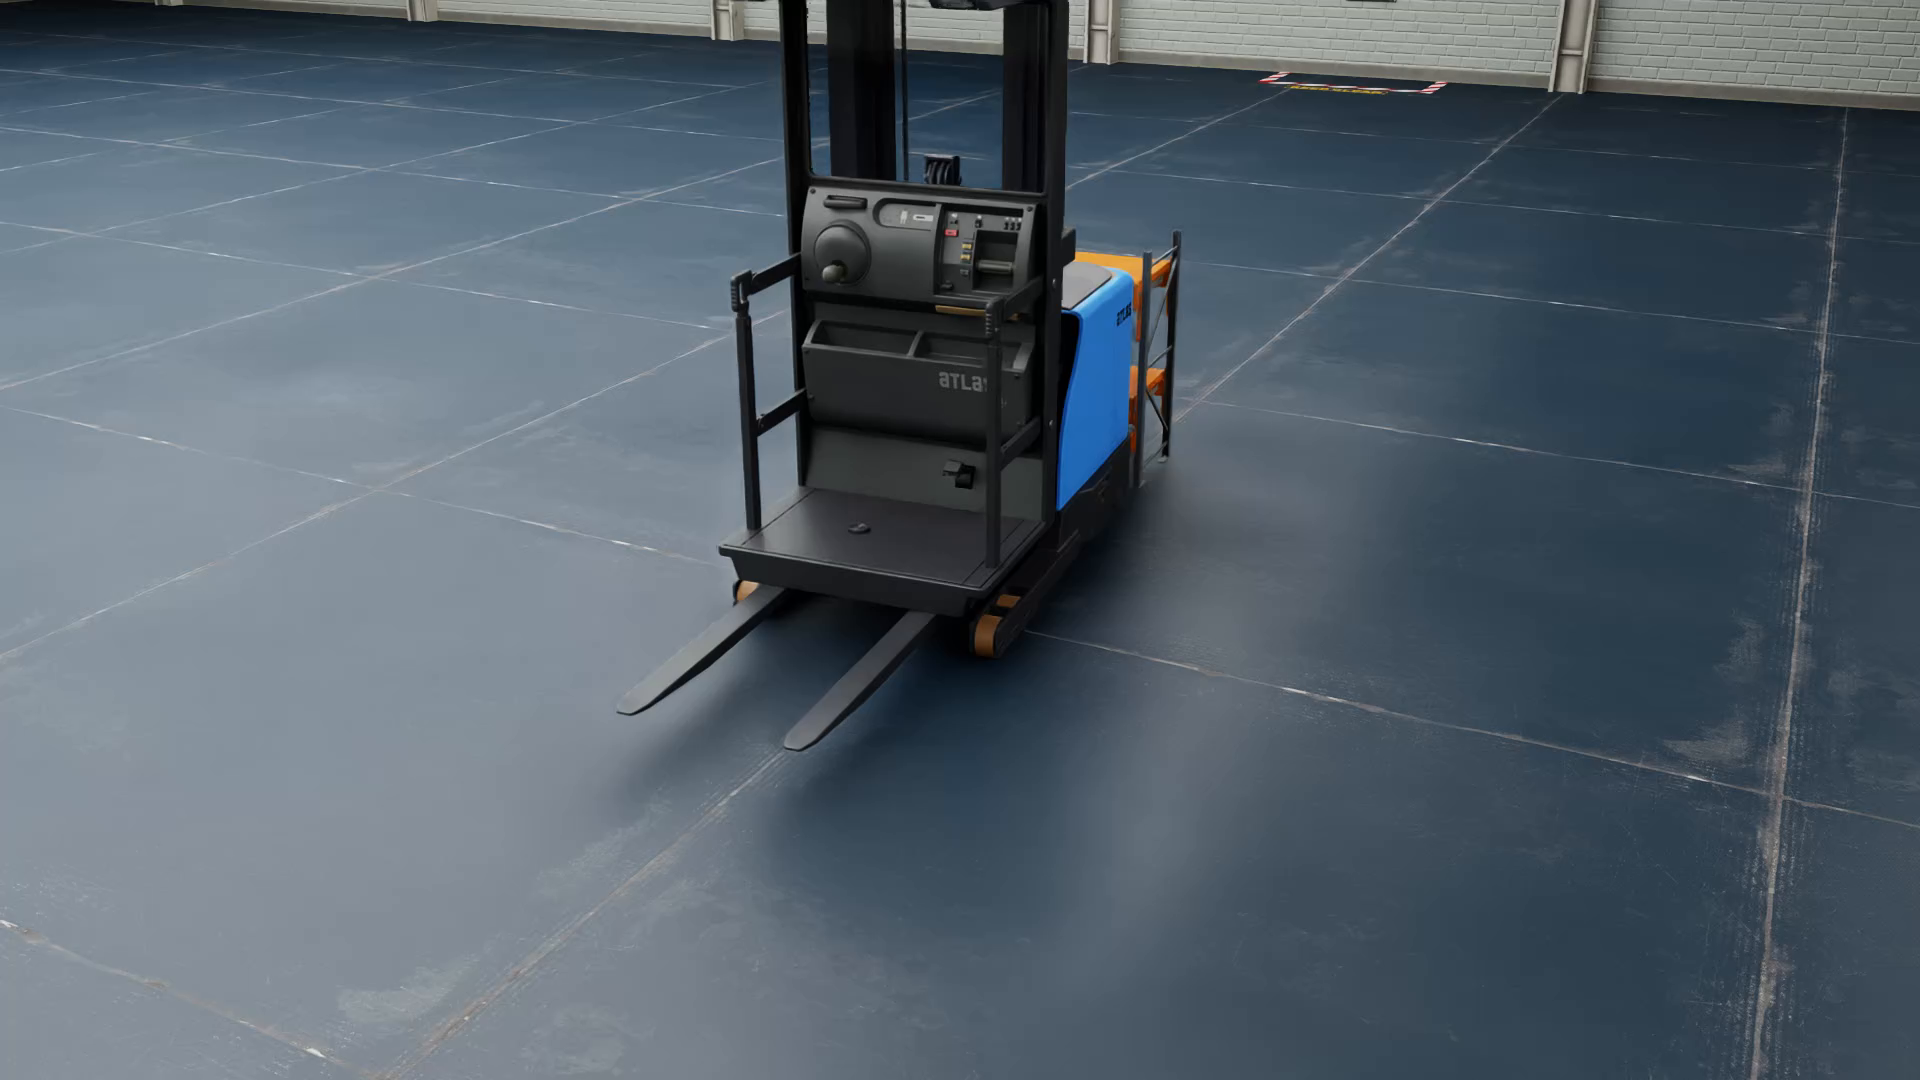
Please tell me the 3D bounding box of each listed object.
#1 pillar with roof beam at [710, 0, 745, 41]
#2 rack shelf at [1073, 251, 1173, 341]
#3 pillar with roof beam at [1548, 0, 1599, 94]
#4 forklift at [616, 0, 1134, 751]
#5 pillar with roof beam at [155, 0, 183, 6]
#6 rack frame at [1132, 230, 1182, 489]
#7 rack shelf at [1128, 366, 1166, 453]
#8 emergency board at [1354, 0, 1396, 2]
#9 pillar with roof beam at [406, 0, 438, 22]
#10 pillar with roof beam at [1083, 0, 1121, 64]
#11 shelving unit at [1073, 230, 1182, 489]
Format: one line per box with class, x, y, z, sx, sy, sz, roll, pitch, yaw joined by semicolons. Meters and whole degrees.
pillar with roof beam;-5.401;-10.118;19.542;0.400;9.000;9.100;11;25;25
rack shelf;0.460;-1.196;7.876;1.000;0.278;0.538;10;25;22
pillar with roof beam;5.308;-7.999;14.560;0.400;9.000;9.100;11;25;25
forklift;-0.241;-1.091;6.070;1.130;2.935;3.031;9;25;20
pillar with roof beam;-16.110;-12.236;24.525;0.400;9.000;9.100;11;25;25
rack frame;0.925;-0.847;7.802;0.032;1.125;0.500;10;25;22
rack shelf;0.459;-0.701;8.085;1.000;0.278;0.538;10;25;22
emergency board;5.063;-7.199;20.345;0.626;1.169;0.157;11;25;25
pillar with roof beam;-10.756;-11.177;22.033;0.400;9.000;9.100;11;25;25
pillar with roof beam;-0.047;-9.058;17.051;0.400;9.000;9.100;11;25;25
shelving unit;0.460;-0.926;7.990;1.048;1.125;0.538;10;25;22
